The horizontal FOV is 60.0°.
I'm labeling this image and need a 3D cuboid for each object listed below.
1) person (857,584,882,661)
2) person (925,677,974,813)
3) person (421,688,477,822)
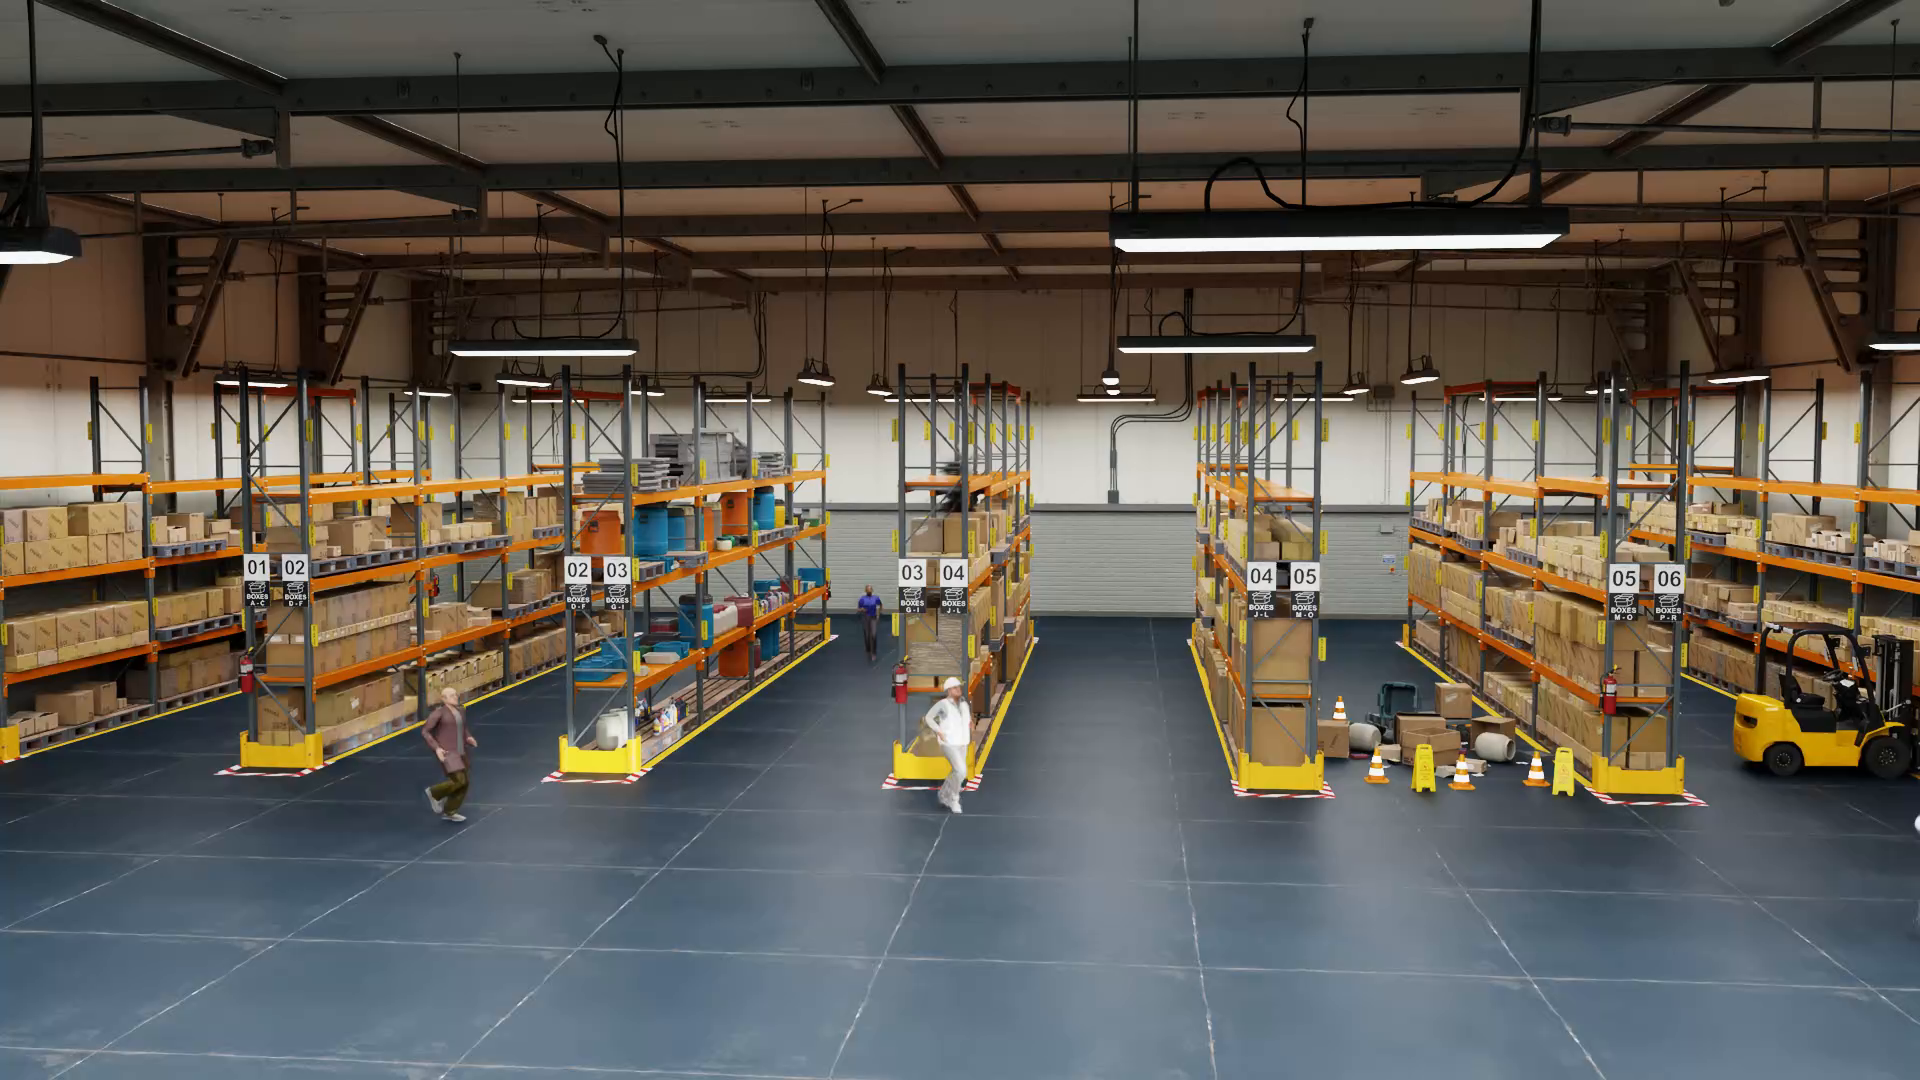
[{"bbox_3d":[-1.992,1.839,36.725,0.554,1.699,0.746,0,4,-1],"label":"person"},{"bbox_3d":[-0.074,2.725,22.065,0.660,1.808,0.631,4,5,44],"label":"person"},{"bbox_3d":[-6.538,2.764,21.415,0.635,1.730,0.708,2,4,24],"label":"person"}]
